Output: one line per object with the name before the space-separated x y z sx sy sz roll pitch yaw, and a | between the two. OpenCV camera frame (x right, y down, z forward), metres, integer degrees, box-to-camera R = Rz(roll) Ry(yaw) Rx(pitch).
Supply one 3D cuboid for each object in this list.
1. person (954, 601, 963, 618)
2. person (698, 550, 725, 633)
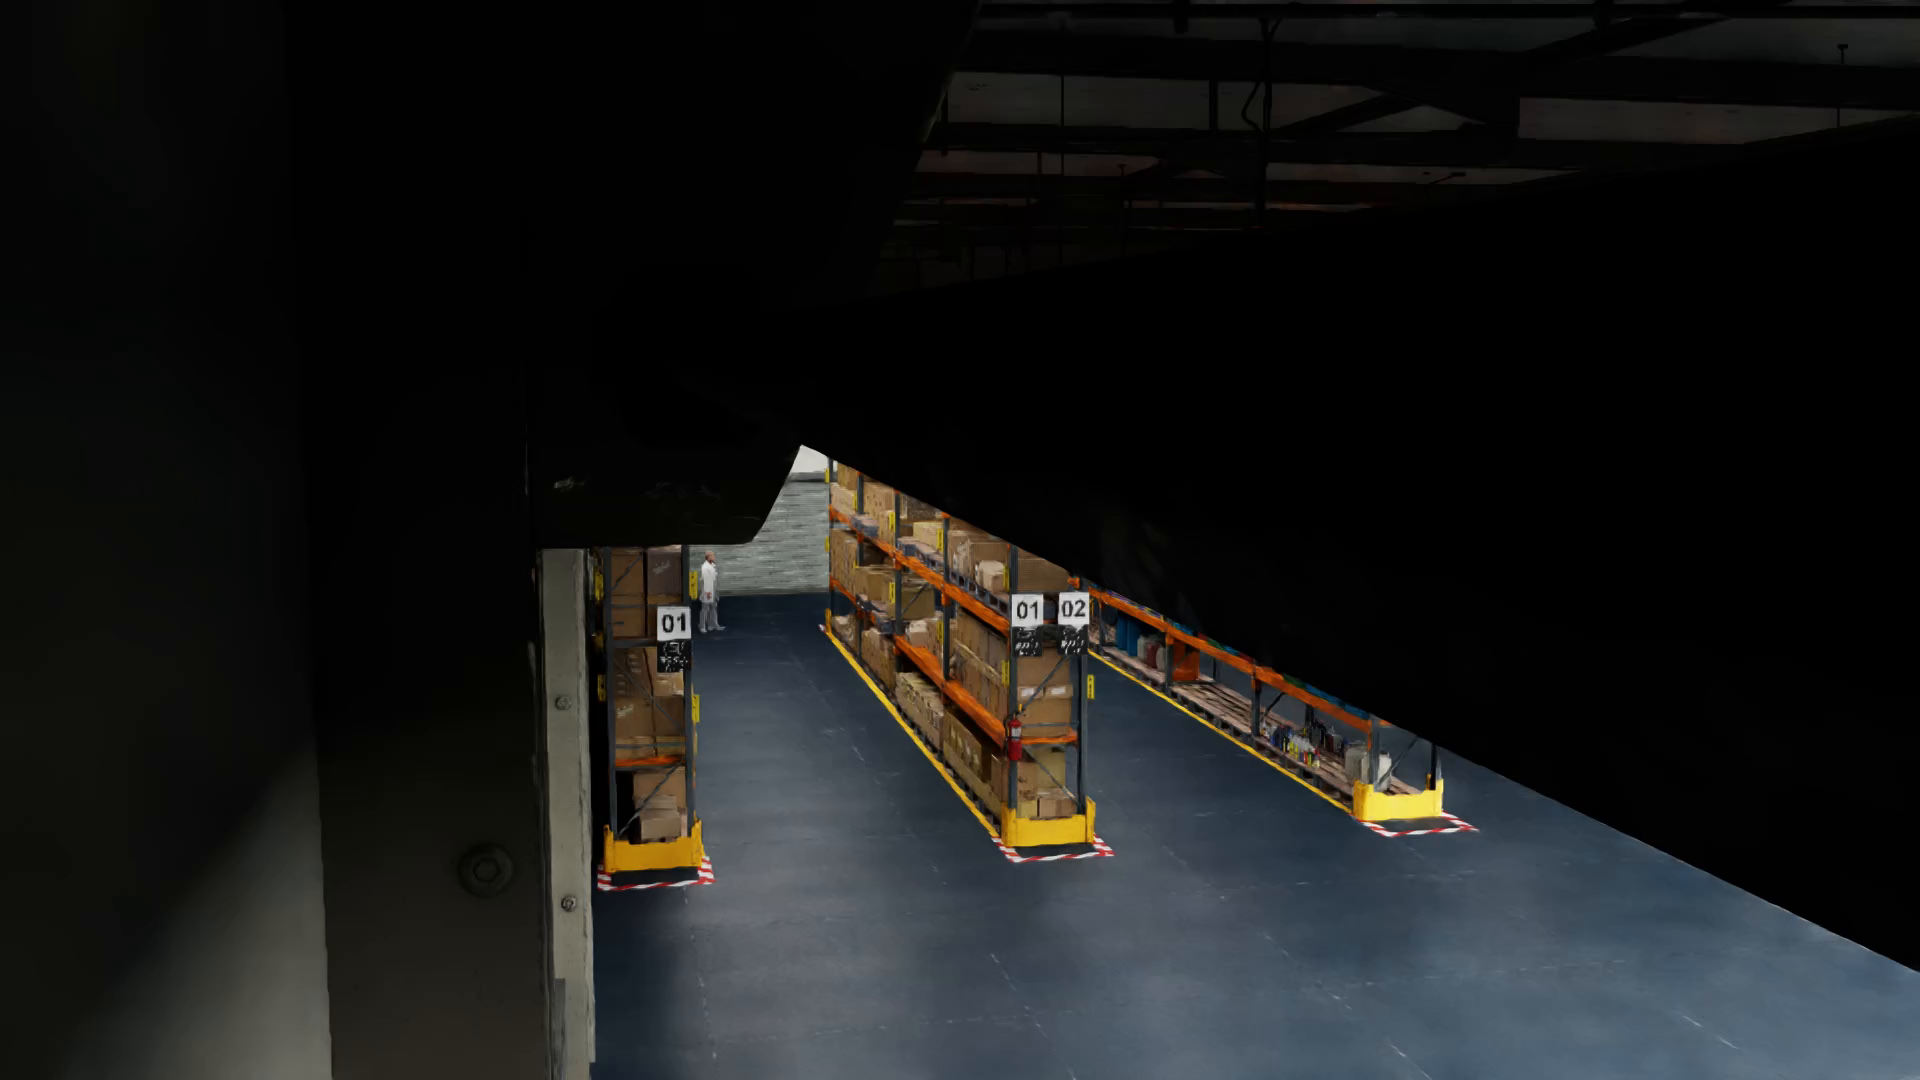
person | 0.182 0.919 38.159 0.548 1.757 0.747 2 7 19
person | -5.483 1.114 36.392 0.479 1.781 0.676 1 7 12
